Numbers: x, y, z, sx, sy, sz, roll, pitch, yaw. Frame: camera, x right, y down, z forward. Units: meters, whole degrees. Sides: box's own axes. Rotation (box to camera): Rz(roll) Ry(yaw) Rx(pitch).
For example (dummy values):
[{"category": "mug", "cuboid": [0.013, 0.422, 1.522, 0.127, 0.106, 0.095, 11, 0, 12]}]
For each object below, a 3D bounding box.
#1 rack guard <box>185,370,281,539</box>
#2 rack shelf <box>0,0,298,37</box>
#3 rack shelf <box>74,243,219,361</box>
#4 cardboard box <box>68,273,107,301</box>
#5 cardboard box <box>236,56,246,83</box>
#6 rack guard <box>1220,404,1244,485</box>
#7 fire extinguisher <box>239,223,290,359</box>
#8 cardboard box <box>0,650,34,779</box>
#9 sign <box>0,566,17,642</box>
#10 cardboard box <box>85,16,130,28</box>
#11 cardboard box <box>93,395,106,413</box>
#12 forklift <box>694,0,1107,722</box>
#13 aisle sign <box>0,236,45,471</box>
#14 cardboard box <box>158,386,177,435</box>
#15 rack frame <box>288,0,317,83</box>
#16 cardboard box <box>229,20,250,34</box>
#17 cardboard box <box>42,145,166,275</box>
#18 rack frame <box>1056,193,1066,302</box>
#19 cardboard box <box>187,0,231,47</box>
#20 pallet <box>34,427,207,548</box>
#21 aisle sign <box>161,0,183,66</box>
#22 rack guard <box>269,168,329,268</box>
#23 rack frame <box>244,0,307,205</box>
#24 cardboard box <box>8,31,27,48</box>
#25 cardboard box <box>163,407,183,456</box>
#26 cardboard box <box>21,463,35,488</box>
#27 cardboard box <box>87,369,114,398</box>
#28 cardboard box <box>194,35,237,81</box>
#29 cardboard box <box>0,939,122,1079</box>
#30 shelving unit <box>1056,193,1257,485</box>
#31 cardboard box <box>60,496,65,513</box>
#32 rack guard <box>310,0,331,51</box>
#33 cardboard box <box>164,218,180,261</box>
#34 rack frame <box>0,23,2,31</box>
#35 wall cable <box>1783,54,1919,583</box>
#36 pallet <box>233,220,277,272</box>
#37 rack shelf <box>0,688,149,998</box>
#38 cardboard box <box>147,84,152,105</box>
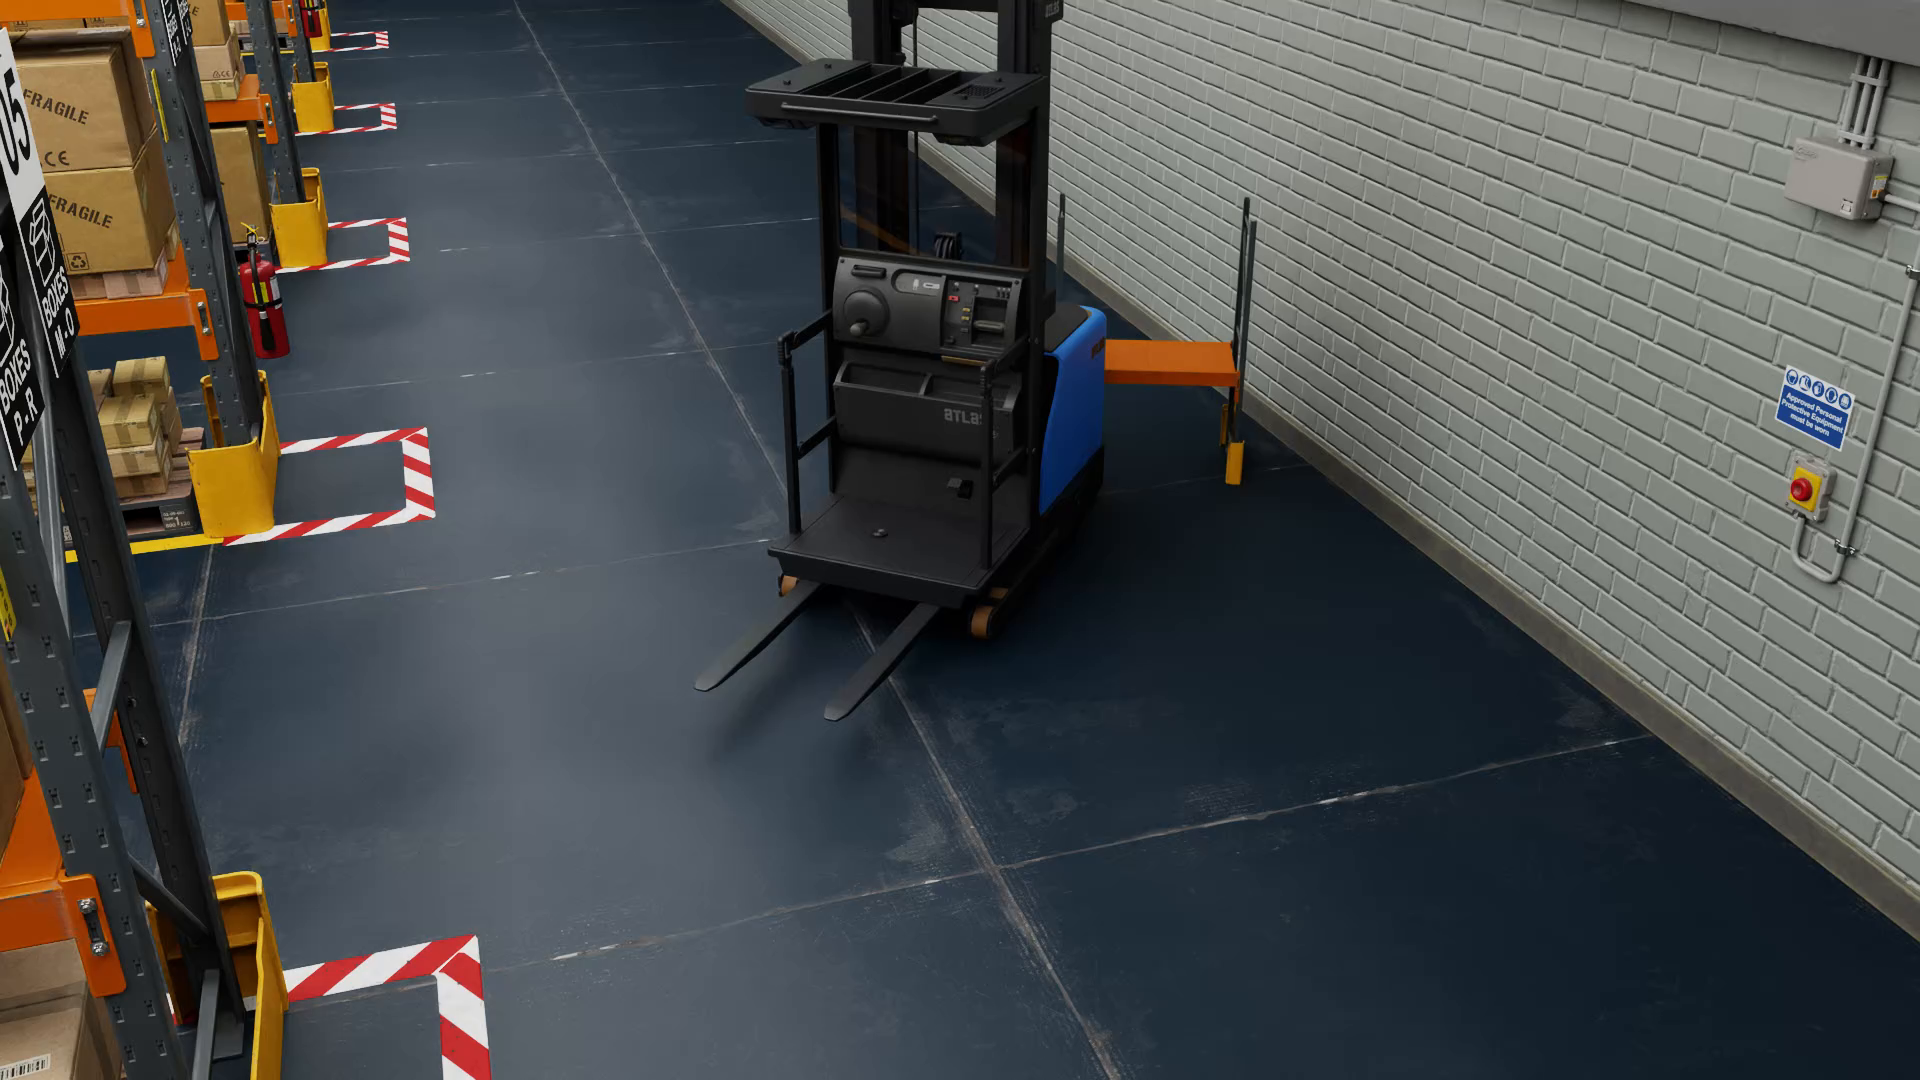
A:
[{"category": "rack guard", "cuboid": [-3.997, -0.494, 9.183, 0.348, 0.500, 1.175, -8, 28, -16]}, {"category": "rack shelf", "cuboid": [-8.800, -5.232, 16.724, 4.000, 0.370, 1.077, -8, 28, -16]}, {"category": "rack shelf", "cuboid": [-5.826, -1.026, 8.253, 4.000, 0.370, 1.077, -8, 28, -16]}, {"category": "cardboard box", "cuboid": [-4.395, -1.329, 8.336, 0.250, 0.149, 0.380, -8, 28, -16]}, {"category": "cardboard box", "cuboid": [-5.804, -3.713, 13.139, 0.250, 0.149, 0.380, -8, 27, -16]}, {"category": "rack guard", "cuboid": [1.567, -0.556, 9.589, 0.087, 0.250, 0.587, 2, 26, 4]}, {"category": "fire extinguisher", "cuboid": [-3.542, -1.262, 8.425, 0.183, 0.674, 0.296, -8, 28, -16]}, {"category": "cardboard box", "cuboid": [-2.841, 0.355, 4.549, 0.500, 0.500, 0.500, -8, 28, -17]}, {"category": "sign", "cuboid": [-2.141, 0.062, 3.684, 0.005, 0.325, 0.100, -8, 28, -16]}, {"category": "cardboard box", "cuboid": [-6.380, -4.116, 12.659, 0.500, 0.500, 0.500, -9, 28, -17]}, {"category": "cardboard box", "cuboid": [-4.606, -0.611, 8.673, 0.250, 0.149, 0.380, -8, 27, -15]}, {"category": "forklift", "cuboid": [-0.237, -1.056, 7.581, 1.130, 2.935, 3.031, 10, 28, 20]}, {"category": "aisle sign", "cuboid": [-2.131, -0.588, 3.638, 0.004, 0.787, 0.394, -8, 28, -16]}, {"category": "cardboard box", "cuboid": [-4.502, -0.705, 9.196, 0.250, 0.149, 0.380, -7, 27, -14]}, {"category": "rack frame", "cuboid": [-6.898, -5.829, 17.118, 0.127, 3.000, 1.000, -8, 28, -16]}, {"category": "cardboard box", "cuboid": [-9.282, -6.655, 21.474, 0.250, 0.166, 0.380, -8, 28, -16]}, {"category": "cardboard box", "cuboid": [-4.272, -1.631, 8.216, 0.500, 0.500, 0.500, -8, 27, -15]}, {"category": "rack frame", "cuboid": [0.554, -1.150, 9.380, 0.032, 1.500, 0.500, 2, 26, 4]}, {"category": "cardboard box", "cuboid": [-5.746, -3.959, 12.342, 0.500, 0.500, 0.500, -8, 27, -15]}, {"category": "pallet", "cuboid": [-4.780, -0.268, 9.052, 1.213, 0.211, 1.003, -8, 28, -16]}, {"category": "aisle sign", "cuboid": [-3.762, -2.672, 7.835, 0.004, 0.787, 0.394, -8, 28, -16]}, {"category": "rack guard", "cuboid": [-5.341, -2.619, 13.463, 0.348, 0.500, 1.175, -8, 28, -16]}, {"category": "rack frame", "cuboid": [-5.364, -3.735, 12.900, 0.127, 3.000, 1.000, -8, 28, -16]}, {"category": "cardboard box", "cuboid": [-4.911, -2.228, 8.293, 0.500, 0.500, 0.500, -7, 27, -15]}, {"category": "cardboard box", "cuboid": [-4.522, -0.598, 9.316, 0.250, 0.149, 0.380, -8, 27, -15]}, {"category": "cardboard box", "cuboid": [-4.831, -0.403, 8.587, 0.250, 0.149, 0.380, -9, 28, -18]}, {"category": "cardboard box", "cuboid": [-4.753, -0.784, 9.021, 0.250, 0.149, 0.380, -8, 27, -15]}, {"category": "cardboard box", "cuboid": [-5.743, -3.622, 12.507, 0.500, 0.250, 0.500, -9, 28, -17]}, {"category": "cardboard box", "cuboid": [-2.892, 1.548, 4.668, 0.875, 0.438, 0.875, -9, 28, -18]}, {"category": "shelving unit", "cuboid": [1.070, -1.133, 9.345, 1.083, 1.500, 0.587, 2, 26, 4]}, {"category": "cardboard box", "cuboid": [-4.573, -0.296, 8.707, 0.250, 0.149, 0.380, -7, 27, -15]}, {"category": "rack guard", "cuboid": [-8.501, -6.794, 21.873, 0.348, 0.500, 1.175, -8, 28, -16]}, {"category": "cardboard box", "cuboid": [-4.334, -1.605, 8.893, 0.250, 0.149, 0.380, -8, 28, -17]}, {"category": "rack frame", "cuboid": [-2.295, -2.232, 3.126, 0.127, 3.000, 1.000, -8, 28, -16]}, {"category": "wall cable", "cuboid": [3.059, -0.800, 5.811, 0.123, 1.953, 0.585, -8, 28, -16]}, {"category": "pallet", "cuboid": [-6.100, -2.343, 13.232, 1.213, 0.211, 1.003, -8, 28, -16]}, {"category": "rack shelf", "cuboid": [-4.197, 1.053, 4.065, 4.000, 0.370, 1.077, -8, 28, -16]}, {"category": "cardboard box", "cuboid": [-6.088, -3.364, 12.434, 0.250, 0.149, 0.380, -8, 28, -16]}]
